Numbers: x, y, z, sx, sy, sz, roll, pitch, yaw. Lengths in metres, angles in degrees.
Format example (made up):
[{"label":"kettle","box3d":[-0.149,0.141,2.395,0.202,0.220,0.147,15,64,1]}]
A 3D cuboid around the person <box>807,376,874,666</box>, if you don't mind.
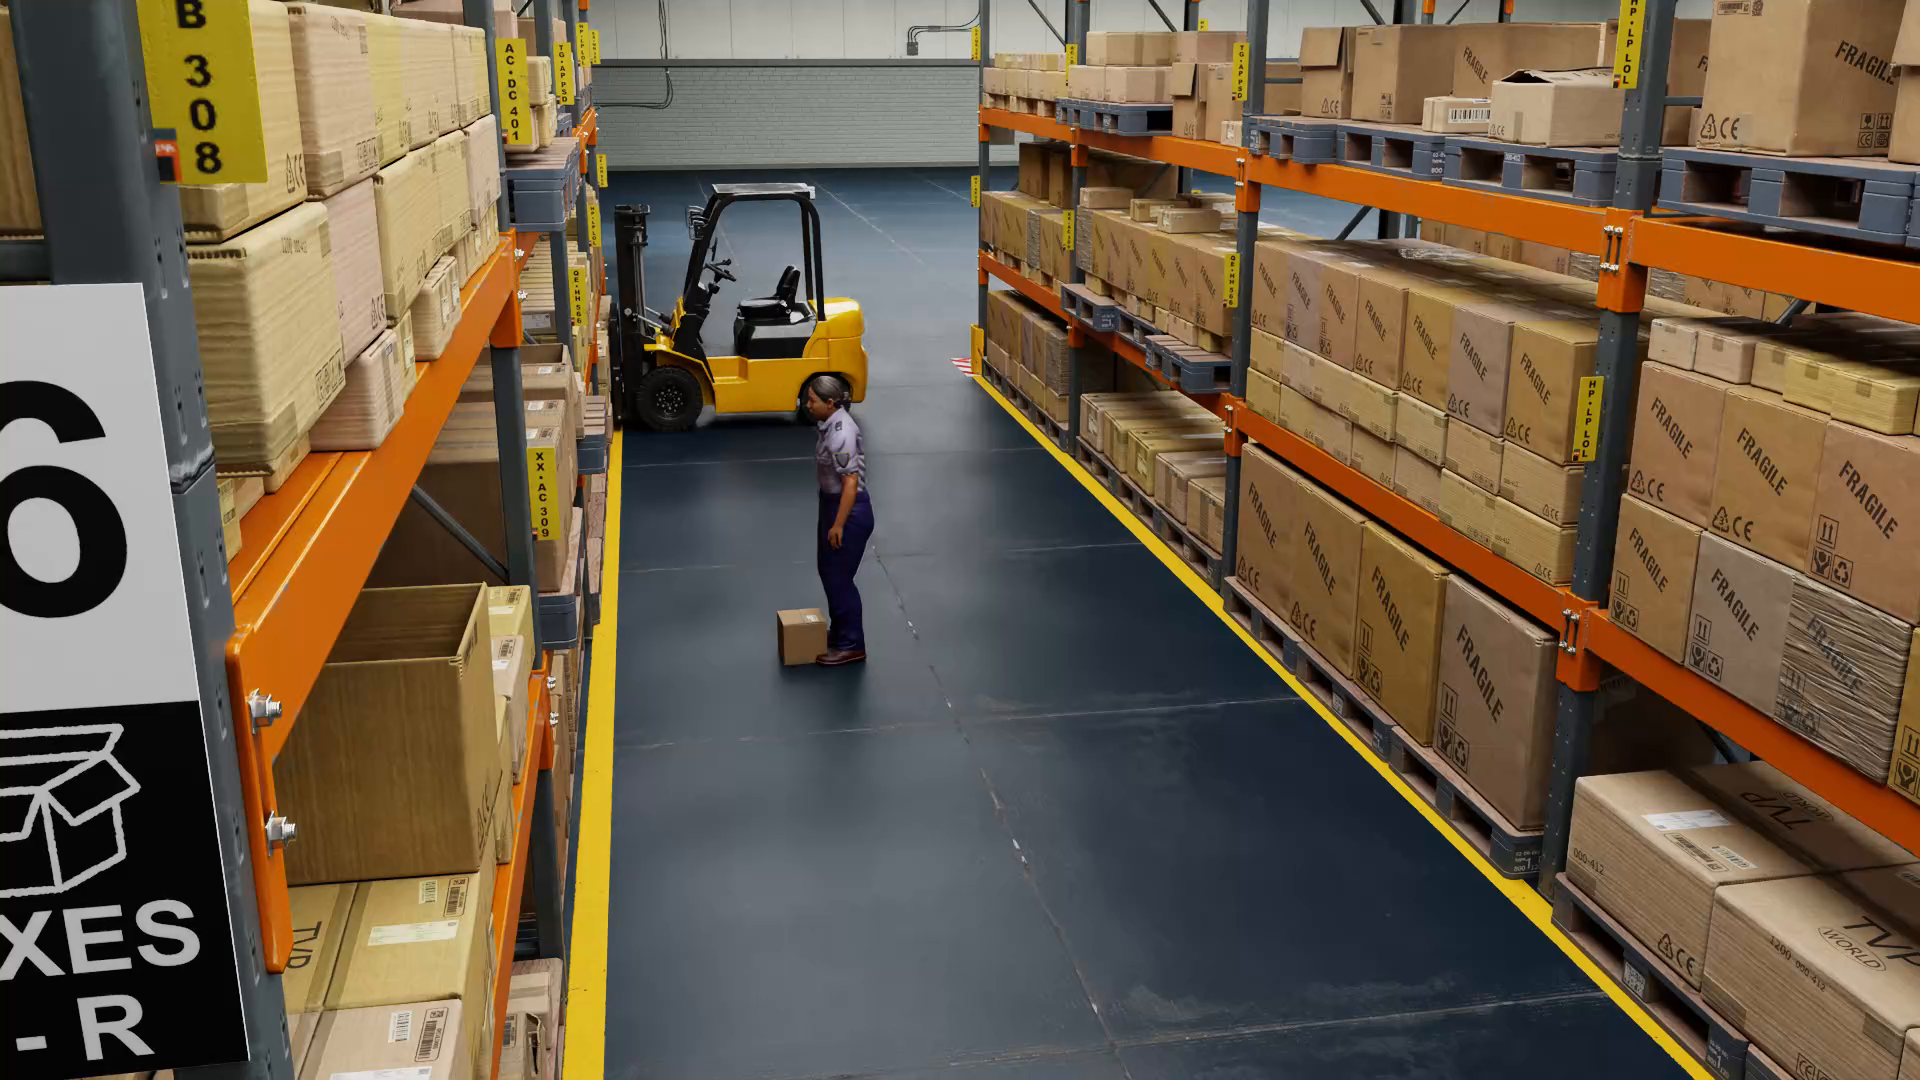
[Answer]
[{"label":"person","box3d":[-0.686,-0.130,9.489,0.370,1.652,0.539,-3,17,-10]}]
